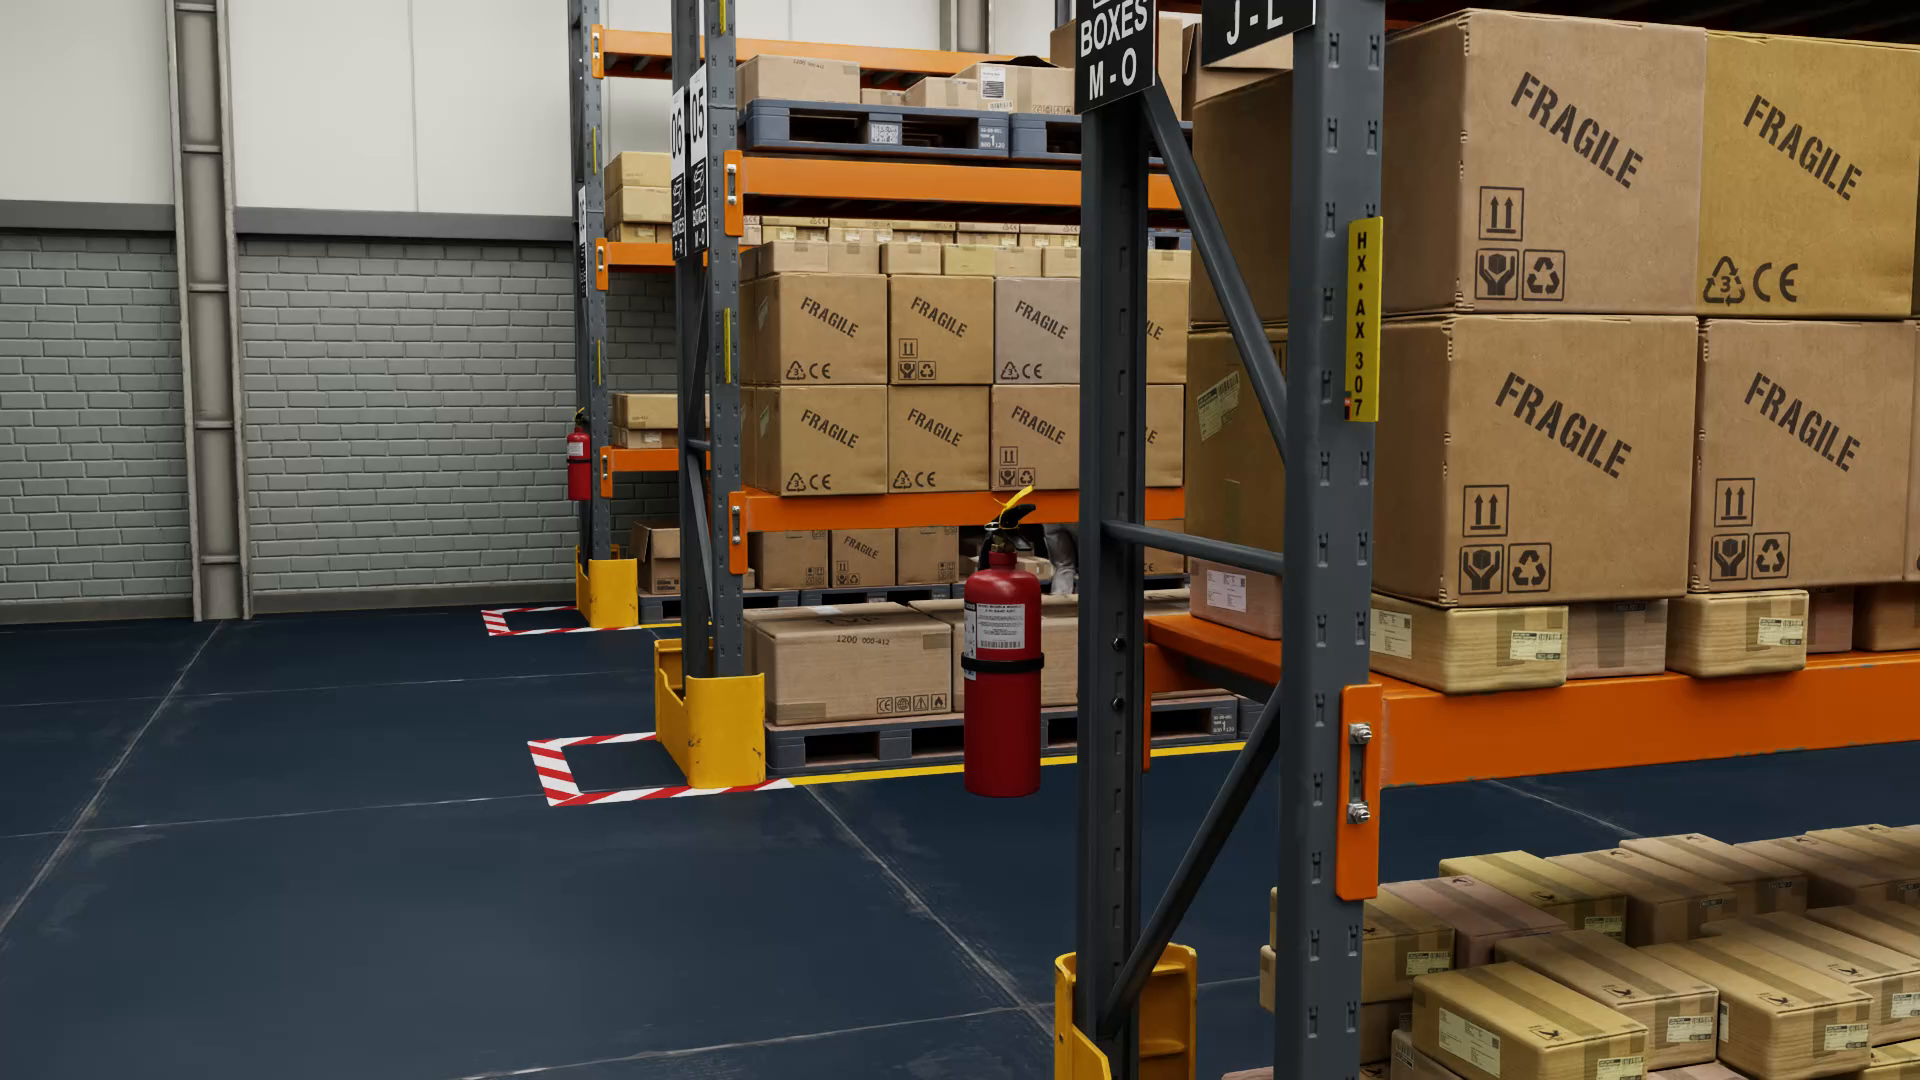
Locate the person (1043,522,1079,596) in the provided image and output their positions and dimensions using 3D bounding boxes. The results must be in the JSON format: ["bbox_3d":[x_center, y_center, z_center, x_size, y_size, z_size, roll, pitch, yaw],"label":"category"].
[{"bbox_3d":[0.695,-0.178,11.463,0.698,1.735,0.773,2,6,23],"label":"person"}]
